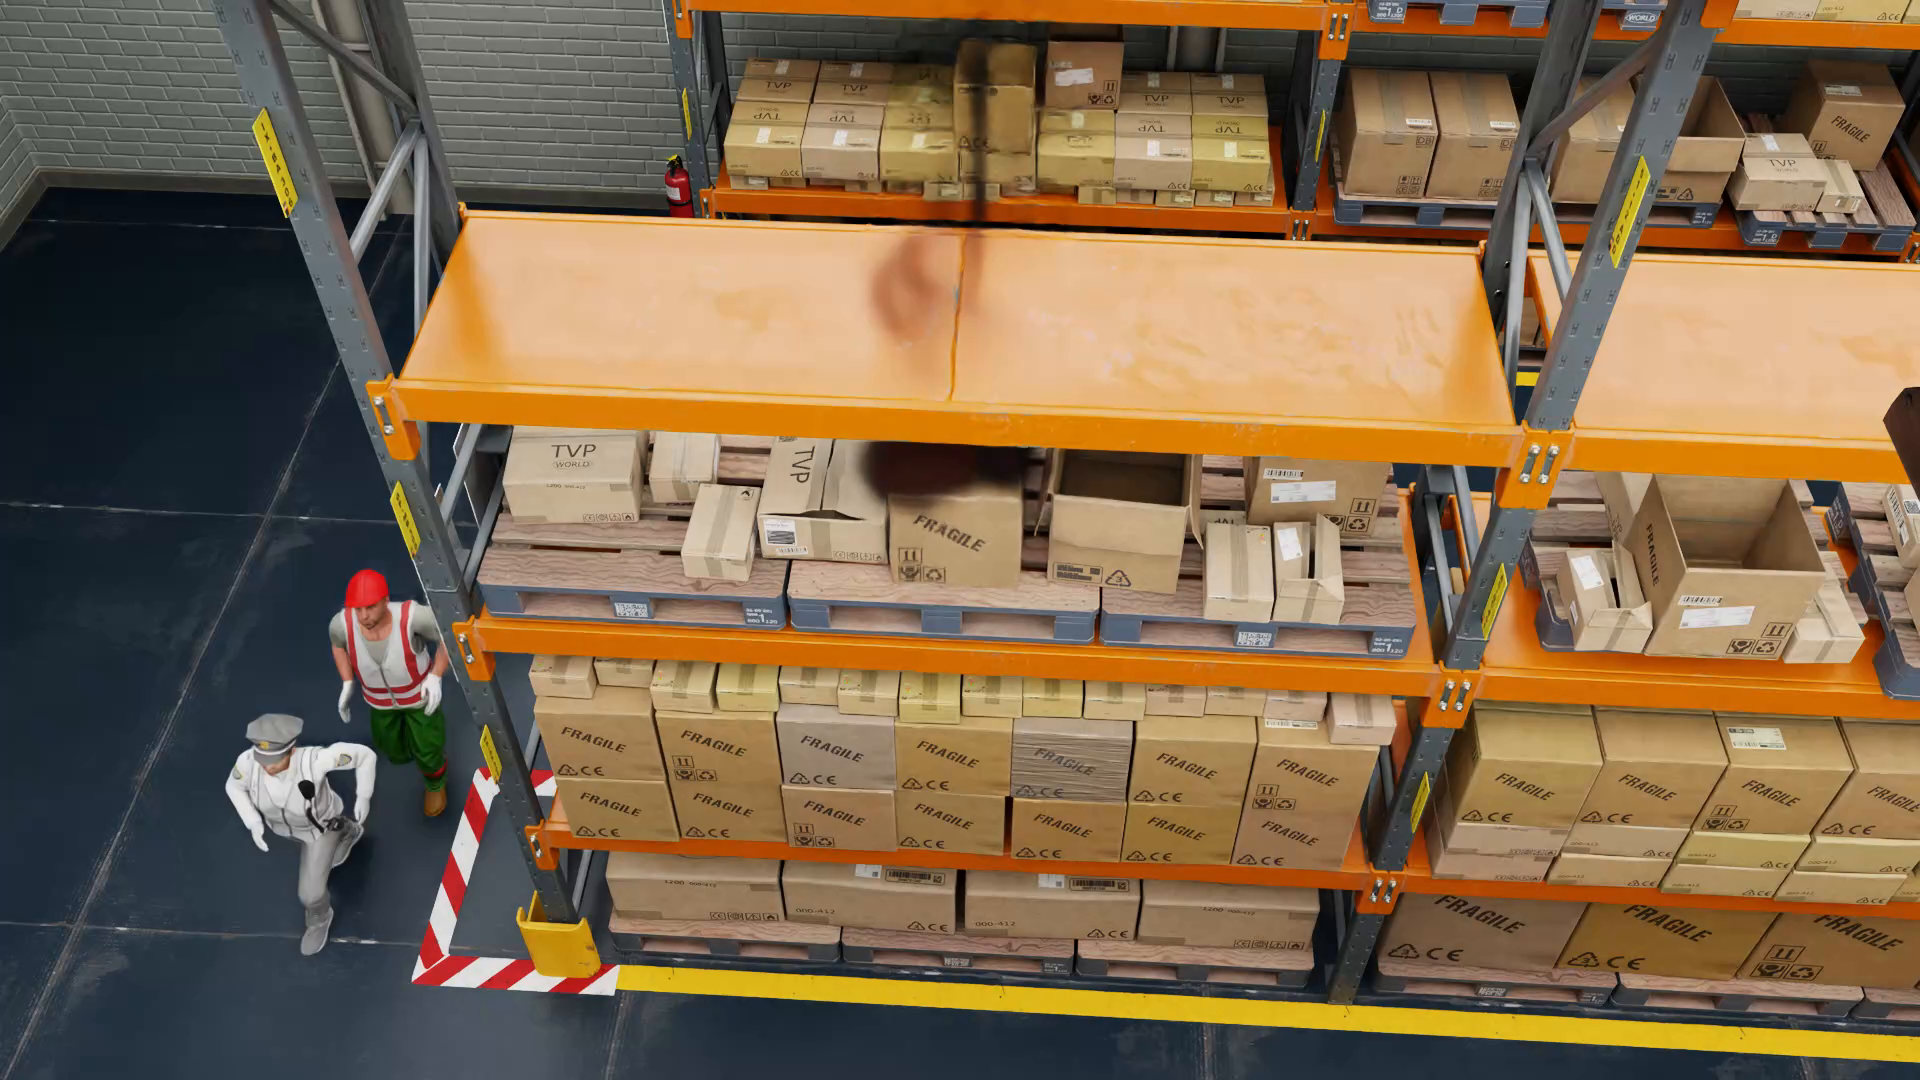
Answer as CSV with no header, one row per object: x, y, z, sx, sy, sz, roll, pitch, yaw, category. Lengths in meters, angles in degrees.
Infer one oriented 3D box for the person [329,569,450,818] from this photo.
-2.962,0.755,8.890,0.656,1.741,0.627,-3,48,-3,person

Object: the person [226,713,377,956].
-3.237,1.388,8.373,0.654,1.721,0.744,9,48,8,person
